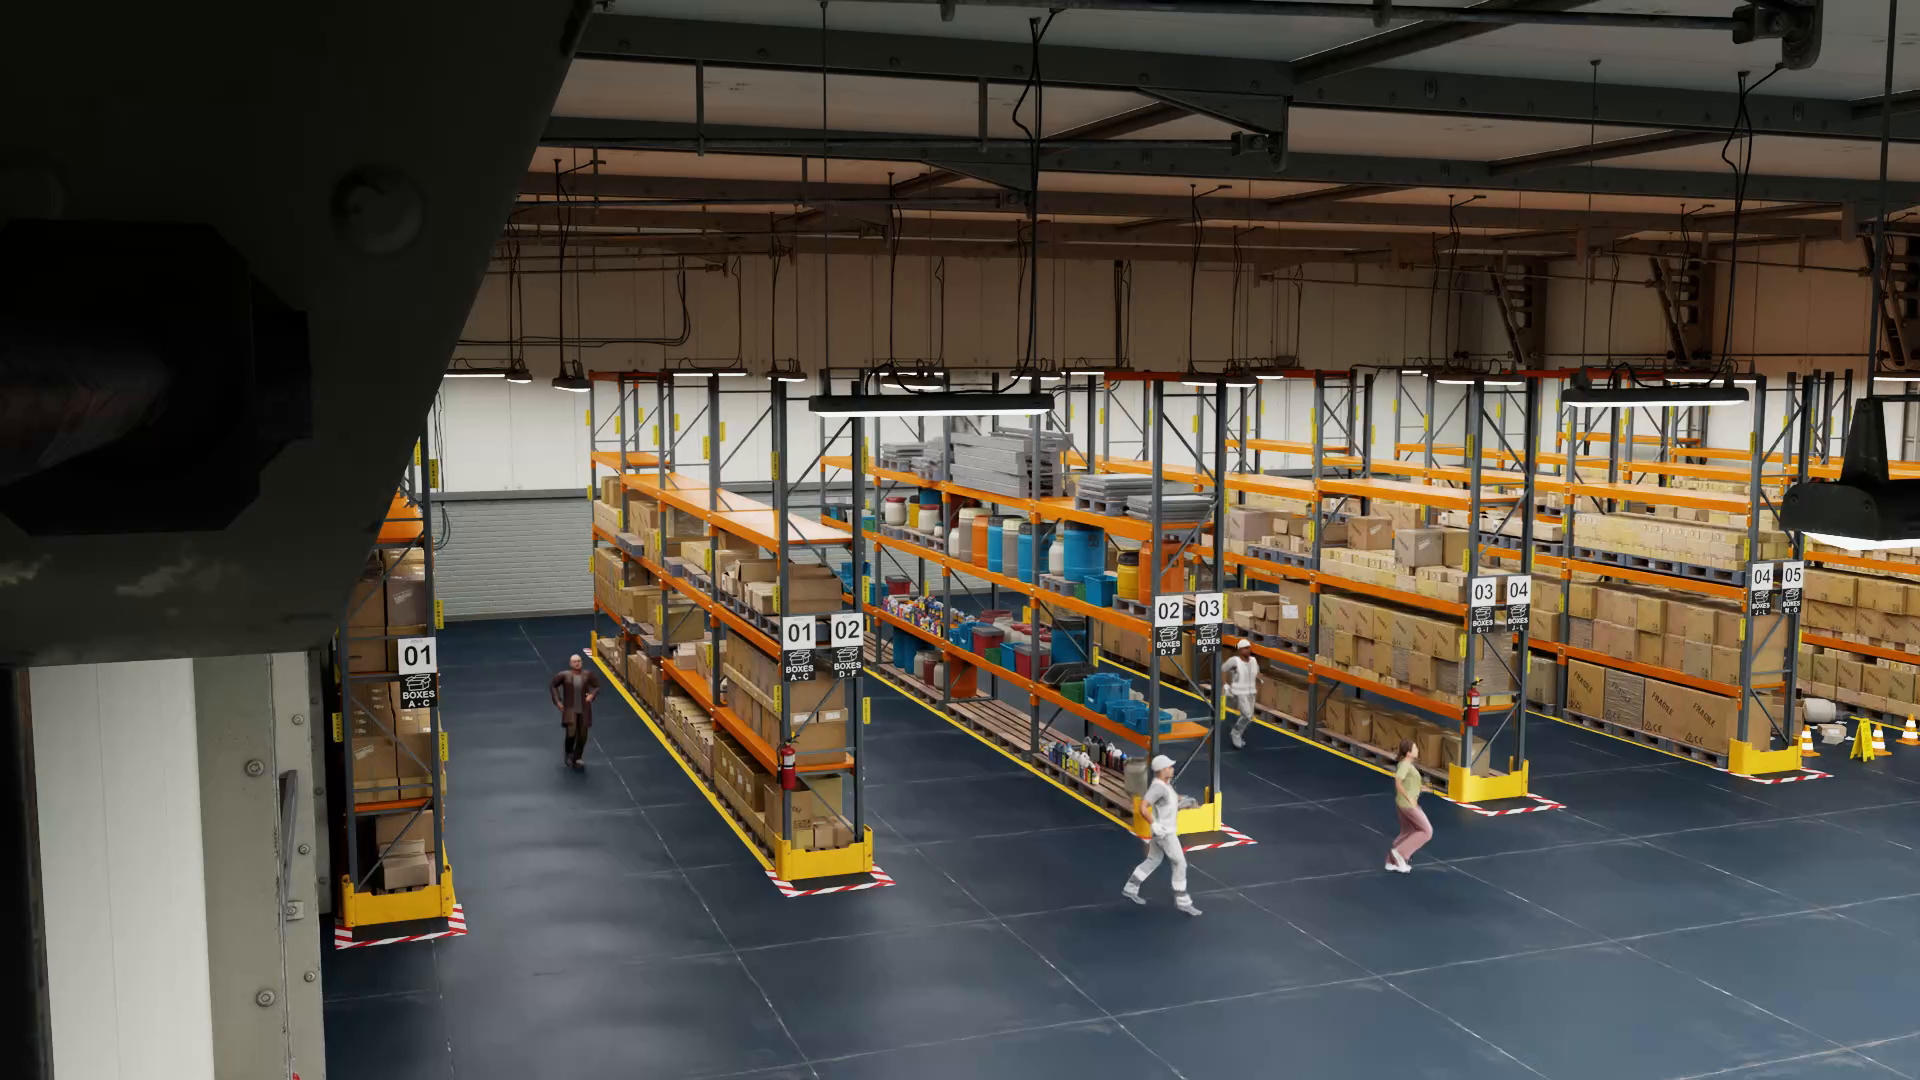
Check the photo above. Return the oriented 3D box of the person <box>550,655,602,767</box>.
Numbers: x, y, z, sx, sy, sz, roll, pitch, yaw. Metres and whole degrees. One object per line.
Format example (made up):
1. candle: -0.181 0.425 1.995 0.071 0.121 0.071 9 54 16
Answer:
1. person: -5.841 2.622 25.392 0.765 1.752 0.592 -2 7 -21

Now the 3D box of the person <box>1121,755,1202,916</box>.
1. person: 2.289 3.326 18.800 0.910 1.817 0.655 0 6 3

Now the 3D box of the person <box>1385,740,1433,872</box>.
1. person: 5.500 3.244 20.317 0.567 1.627 0.553 1 6 5

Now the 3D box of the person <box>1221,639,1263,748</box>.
1. person: 4.574 2.471 26.656 0.662 1.750 0.662 -4 7 -31
